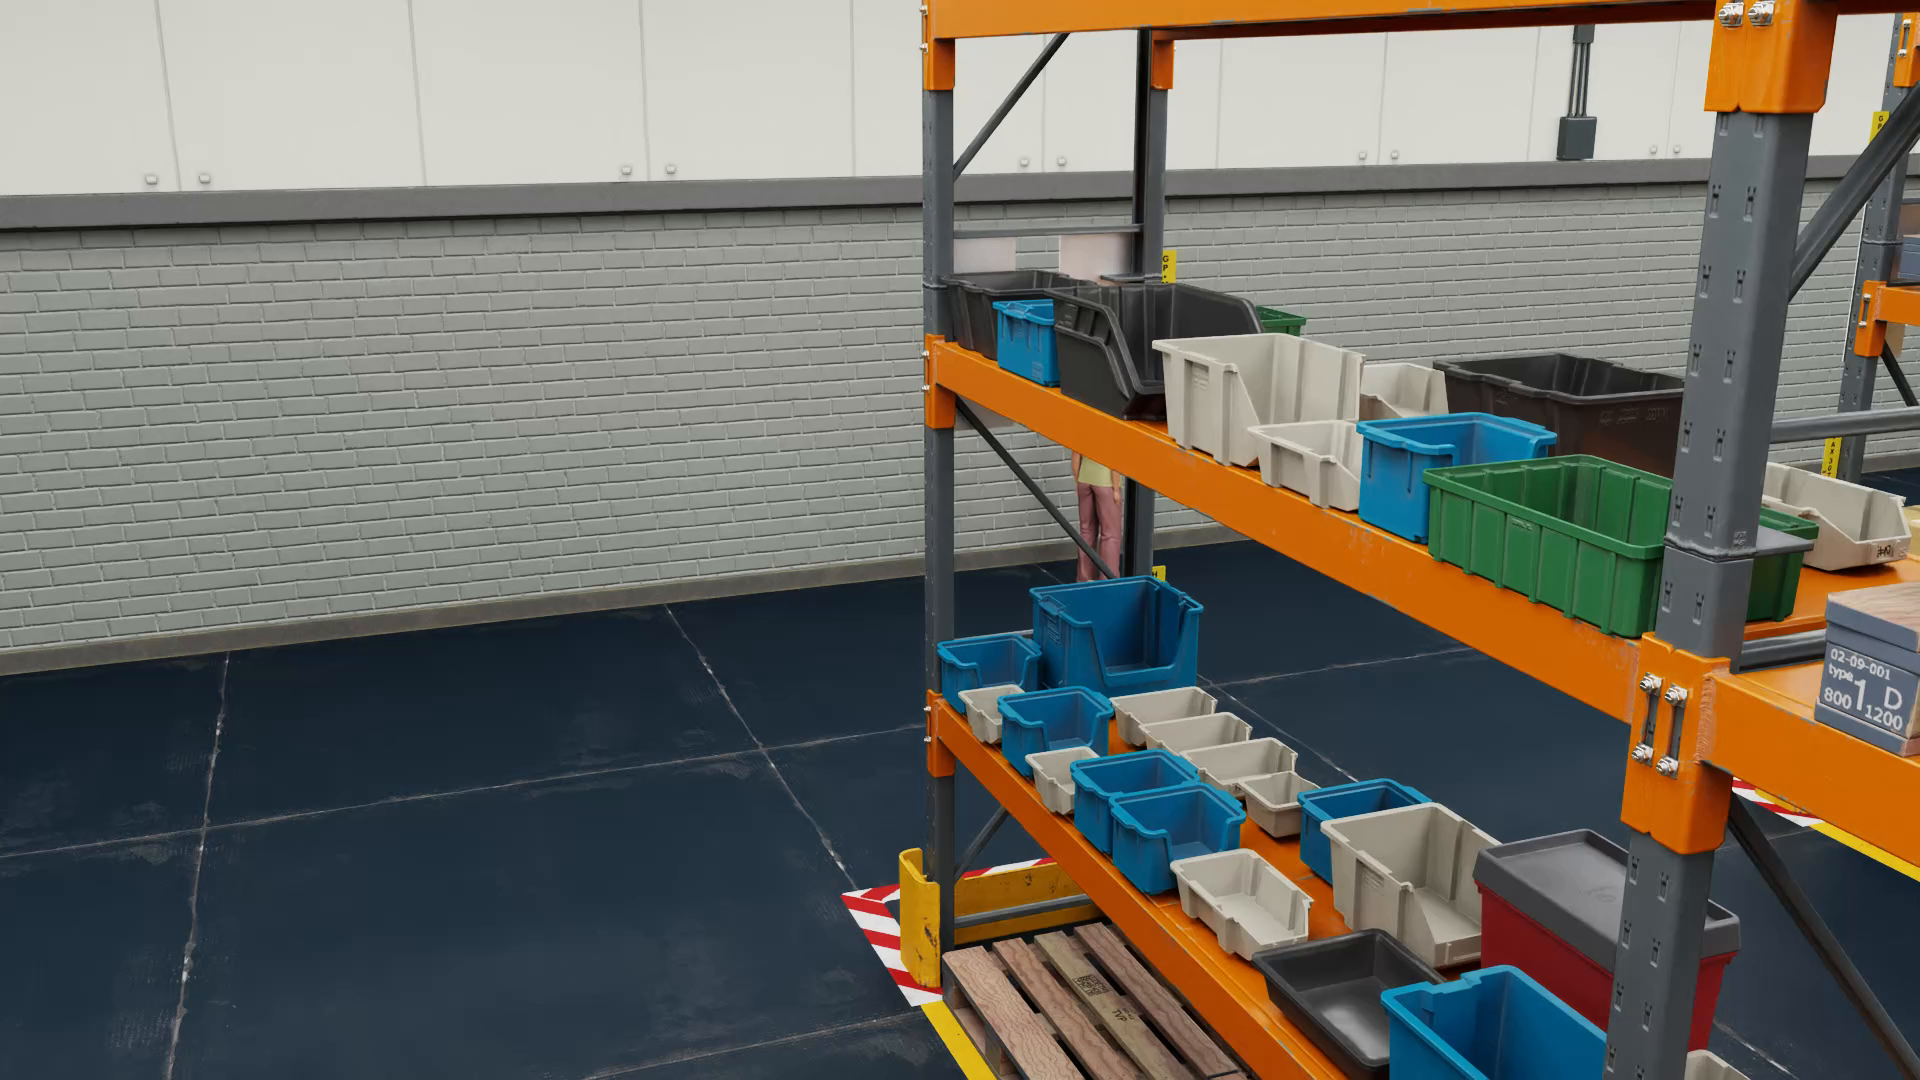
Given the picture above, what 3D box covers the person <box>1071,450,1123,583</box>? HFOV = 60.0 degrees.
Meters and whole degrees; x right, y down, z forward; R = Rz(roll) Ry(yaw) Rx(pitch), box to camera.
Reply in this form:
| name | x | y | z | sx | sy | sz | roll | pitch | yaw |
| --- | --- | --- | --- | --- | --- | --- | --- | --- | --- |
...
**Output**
| name | x | y | z | sx | sy | sz | roll | pitch | yaw |
| --- | --- | --- | --- | --- | --- | --- | --- | --- | --- |
| person | 1.044 | -0.384 | 12.399 | 0.437 | 1.671 | 0.370 | 13 | 20 | 38 |
